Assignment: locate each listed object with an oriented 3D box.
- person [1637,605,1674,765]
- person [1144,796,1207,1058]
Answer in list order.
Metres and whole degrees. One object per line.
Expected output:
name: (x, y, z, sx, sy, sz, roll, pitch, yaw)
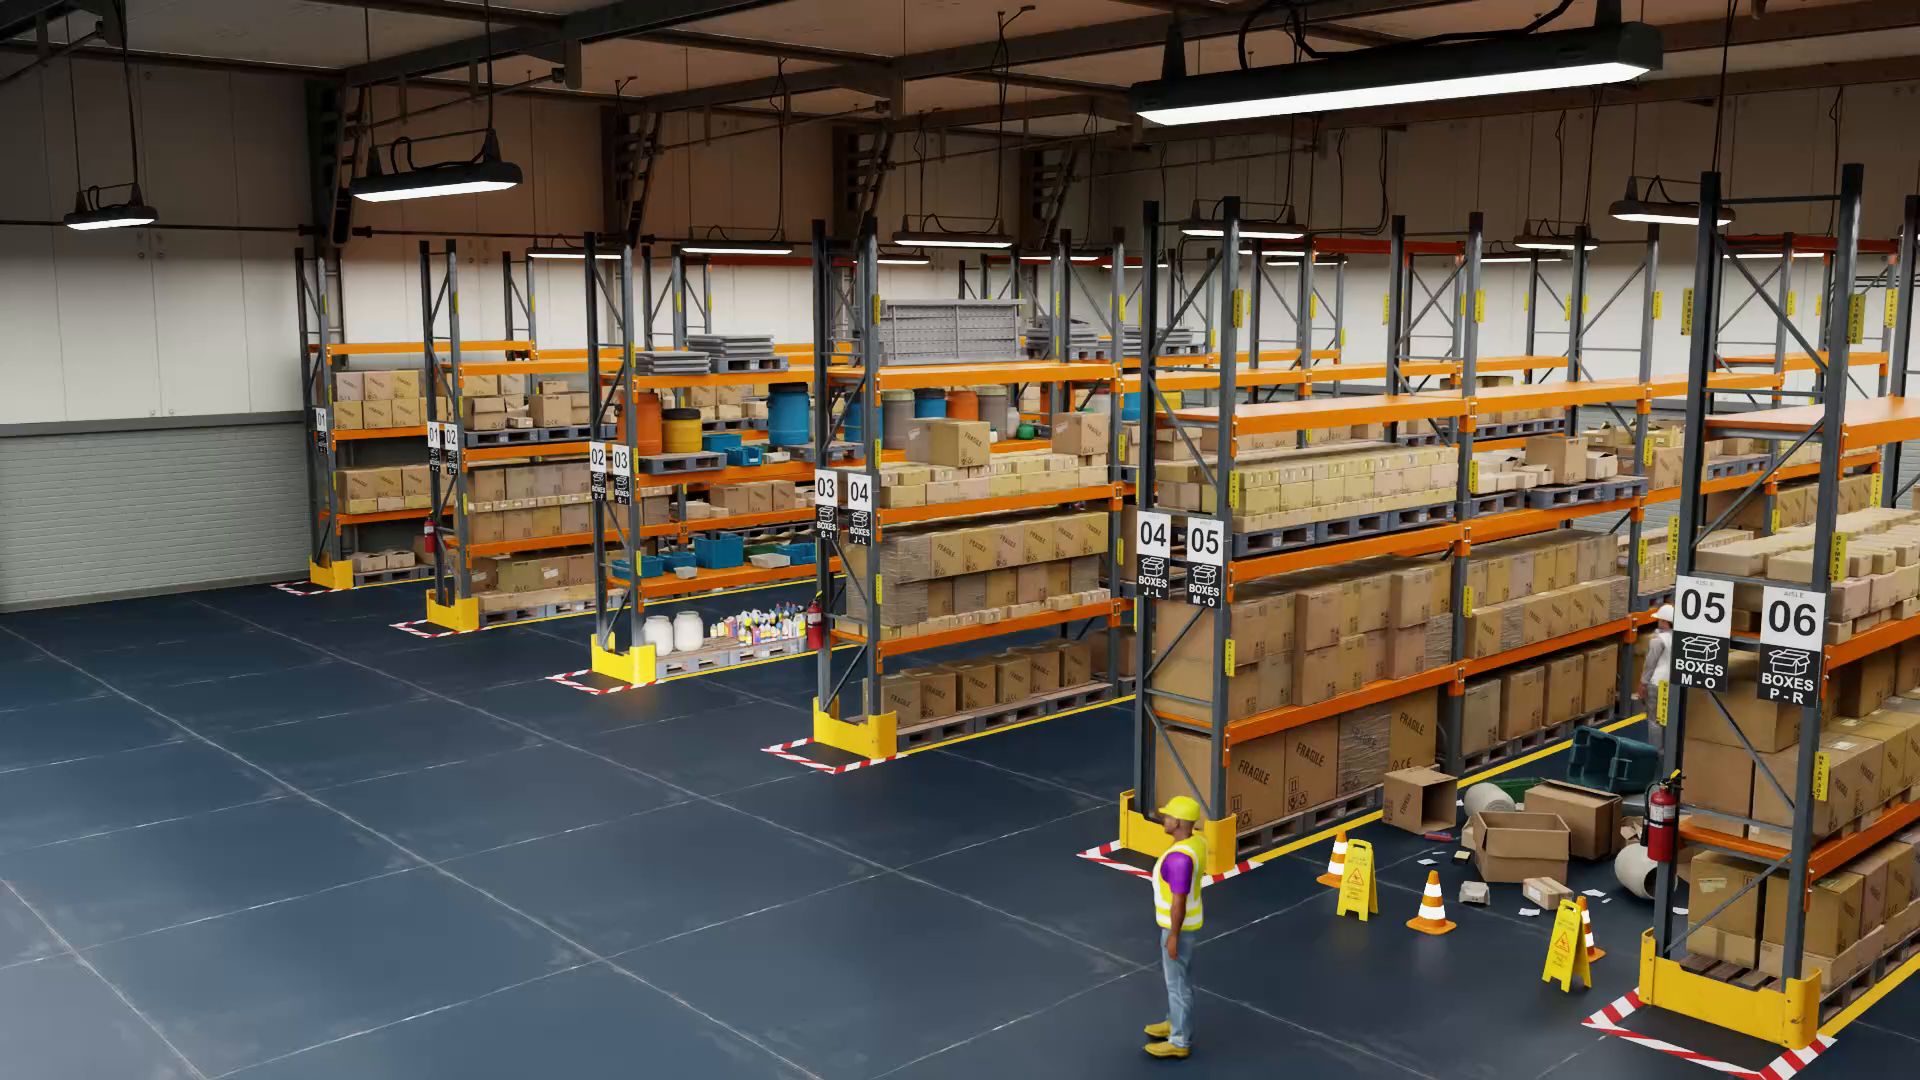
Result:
person: (7.826, 1.590, 18.521, 0.590, 1.775, 0.494, 0, 8, -2)
person: (1.479, 2.623, 11.426, 0.407, 1.771, 0.621, 1, 8, 9)
